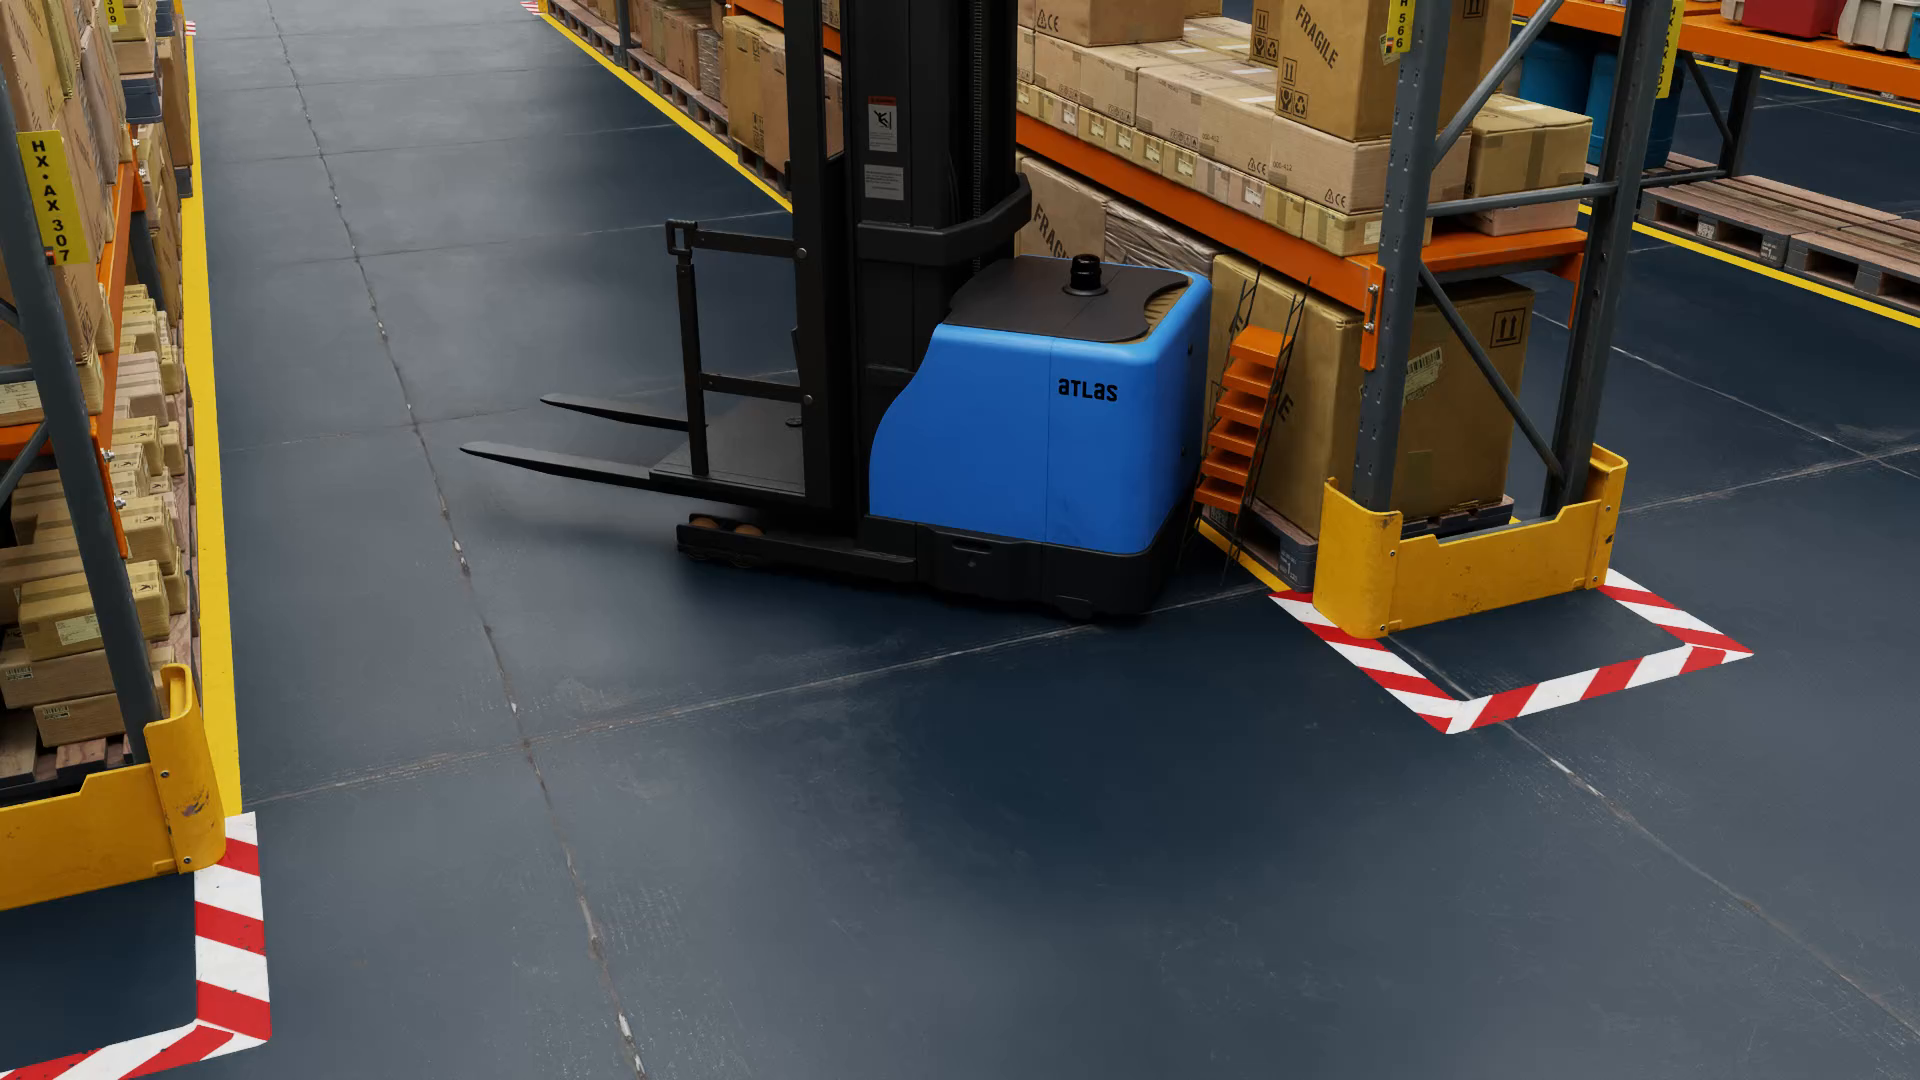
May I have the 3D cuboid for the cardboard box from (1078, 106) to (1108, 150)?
[{"bbox_3d":[0.753,-1.854,7.415,0.380,0.149,0.250,-11,28,-22],"label":"cardboard box"}]

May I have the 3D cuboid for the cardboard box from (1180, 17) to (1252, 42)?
[{"bbox_3d":[1.151,-2.291,7.856,0.500,0.250,0.500,-10,28,-20],"label":"cardboard box"}]

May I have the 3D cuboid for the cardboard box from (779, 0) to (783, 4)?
[{"bbox_3d":[-0.887,-3.775,10.949,0.500,0.500,0.500,-11,28,-22],"label":"cardboard box"}]

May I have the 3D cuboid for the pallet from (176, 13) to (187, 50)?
[{"bbox_3d":[-8.586,-5.243,17.248,1.003,0.211,1.213,-11,28,-21],"label":"pallet"}]

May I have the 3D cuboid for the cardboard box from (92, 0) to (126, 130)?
[{"bbox_3d":[-3.822,-1.993,6.960,0.500,0.500,0.500,-11,28,-21],"label":"cardboard box"}]

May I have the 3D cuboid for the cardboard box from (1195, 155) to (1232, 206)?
[{"bbox_3d":[1.158,-1.440,6.566,0.380,0.149,0.250,-10,28,-20],"label":"cardboard box"}]

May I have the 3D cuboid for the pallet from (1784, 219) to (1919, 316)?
[{"bbox_3d":[5.694,-1.587,9.760,1.003,0.211,1.213,-11,28,-21],"label":"pallet"}]

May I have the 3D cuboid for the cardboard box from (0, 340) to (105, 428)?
[{"bbox_3d":[-2.530,-0.420,4.479,0.380,0.149,0.250,-11,28,-21],"label":"cardboard box"}]

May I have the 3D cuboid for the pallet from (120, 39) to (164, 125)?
[{"bbox_3d":[-4.437,-2.208,8.073,1.003,0.211,1.213,-11,28,-21],"label":"pallet"}]

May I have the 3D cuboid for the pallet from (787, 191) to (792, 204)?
[{"bbox_3d":[-0.521,-2.311,11.243,1.003,0.211,1.213,-11,28,-21],"label":"pallet"}]

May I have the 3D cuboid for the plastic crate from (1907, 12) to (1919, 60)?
[{"bbox_3d":[5.415,-2.745,9.077,0.416,0.233,0.300,-11,28,-21],"label":"plastic crate"}]

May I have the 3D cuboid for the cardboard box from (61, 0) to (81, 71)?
[{"bbox_3d":[-3.226,-1.823,5.471,0.500,0.500,0.500,-12,28,-22],"label":"cardboard box"}]

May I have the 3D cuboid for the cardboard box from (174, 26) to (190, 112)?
[{"bbox_3d":[-6.704,-3.743,13.083,1.050,0.750,0.750,-11,28,-21],"label":"cardboard box"}]

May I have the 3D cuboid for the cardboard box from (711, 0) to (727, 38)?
[{"bbox_3d":[-1.742,-4.276,13.583,0.500,0.250,0.500,-7,27,-15],"label":"cardboard box"}]

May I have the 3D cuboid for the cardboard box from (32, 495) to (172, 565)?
[{"bbox_3d":[-2.797,-0.005,5.435,0.380,0.149,0.250,-11,28,-21],"label":"cardboard box"}]

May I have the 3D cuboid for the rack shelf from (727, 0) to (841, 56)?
[{"bbox_3d":[-0.451,-3.257,10.821,1.077,0.370,4.000,-11,28,-21],"label":"rack shelf"}]

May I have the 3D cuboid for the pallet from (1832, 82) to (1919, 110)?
[{"bbox_3d":[8.613,-4.035,14.774,1.003,0.211,1.213,-11,28,-21],"label":"pallet"}]

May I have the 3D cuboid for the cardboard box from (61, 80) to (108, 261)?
[{"bbox_3d":[-3.040,-1.165,5.265,0.500,0.500,0.500,-10,28,-20],"label":"cardboard box"}]

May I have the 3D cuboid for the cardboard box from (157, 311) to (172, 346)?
[{"bbox_3d":[-3.856,-0.930,7.667,0.380,0.149,0.250,-10,28,-20],"label":"cardboard box"}]

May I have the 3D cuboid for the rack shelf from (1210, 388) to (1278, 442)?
[{"bbox_3d":[1.060,-0.481,6.178,0.180,0.103,0.258,19,31,17],"label":"rack shelf"}]

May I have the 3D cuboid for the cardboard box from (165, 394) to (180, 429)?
[{"bbox_3d":[-3.617,-0.554,7.237,0.380,0.149,0.250,-12,28,-22],"label":"cardboard box"}]

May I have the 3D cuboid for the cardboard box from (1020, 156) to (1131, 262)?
[{"bbox_3d":[0.869,-1.363,8.066,0.875,0.875,0.875,-11,28,-21],"label":"cardboard box"}]

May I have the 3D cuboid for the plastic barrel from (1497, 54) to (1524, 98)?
[{"bbox_3d":[4.276,-3.446,12.746,0.421,0.512,0.421,0,26,0],"label":"plastic barrel"}]

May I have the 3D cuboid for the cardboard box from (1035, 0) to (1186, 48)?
[{"bbox_3d":[0.678,-2.529,7.488,0.500,0.500,0.500,-11,28,-22],"label":"cardboard box"}]

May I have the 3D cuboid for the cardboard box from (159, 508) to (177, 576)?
[{"bbox_3d":[-2.907,0.031,5.700,0.380,0.149,0.250,-10,28,-19],"label":"cardboard box"}]

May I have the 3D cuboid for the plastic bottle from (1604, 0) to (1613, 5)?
[{"bbox_3d":[4.367,-3.680,11.095,0.097,0.201,0.097,0,26,0],"label":"plastic bottle"}]

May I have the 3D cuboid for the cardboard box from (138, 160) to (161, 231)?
[{"bbox_3d":[-4.318,-1.707,8.343,0.500,0.250,0.500,-12,28,-23],"label":"cardboard box"}]

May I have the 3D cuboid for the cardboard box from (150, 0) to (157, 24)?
[{"bbox_3d":[-4.615,-2.903,9.085,0.380,0.149,0.250,-12,28,-23],"label":"cardboard box"}]

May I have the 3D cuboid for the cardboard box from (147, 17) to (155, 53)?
[{"bbox_3d":[-4.211,-2.487,8.233,0.380,0.149,0.250,-10,28,-20],"label":"cardboard box"}]

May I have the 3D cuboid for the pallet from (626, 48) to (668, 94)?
[{"bbox_3d":[-2.495,-4.435,15.593,1.003,0.211,1.213,-11,28,-21],"label":"pallet"}]

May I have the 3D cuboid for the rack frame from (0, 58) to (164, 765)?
[{"bbox_3d":[-2.705,-0.346,4.040,1.000,3.000,0.127,-11,28,-21],"label":"rack frame"}]

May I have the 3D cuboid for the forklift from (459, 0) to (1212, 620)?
[{"bbox_3d":[-0.587,-1.412,6.302,3.031,2.935,1.130,9,27,18],"label":"forklift"}]

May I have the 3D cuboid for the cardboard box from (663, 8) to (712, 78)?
[{"bbox_3d":[-2.192,-4.403,14.698,0.700,0.500,0.500,-13,29,-25],"label":"cardboard box"}]

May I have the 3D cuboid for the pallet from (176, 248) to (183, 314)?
[{"bbox_3d":[-5.059,-1.515,9.613,1.003,0.211,1.213,-11,28,-21],"label":"pallet"}]

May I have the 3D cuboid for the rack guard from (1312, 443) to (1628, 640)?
[{"bbox_3d":[1.908,-0.025,6.231,1.175,0.500,0.348,-11,28,-21],"label":"rack guard"}]

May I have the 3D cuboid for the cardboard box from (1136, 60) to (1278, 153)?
[{"bbox_3d":[1.067,-1.784,6.818,0.500,0.250,0.500,-12,28,-22],"label":"cardboard box"}]

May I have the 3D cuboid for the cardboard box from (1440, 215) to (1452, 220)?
[{"bbox_3d":[1.961,-1.348,6.379,0.380,0.149,0.250,-11,28,-21],"label":"cardboard box"}]

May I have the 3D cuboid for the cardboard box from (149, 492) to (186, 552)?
[{"bbox_3d":[-3.102,-0.035,6.174,0.380,0.149,0.250,-12,28,-23],"label":"cardboard box"}]

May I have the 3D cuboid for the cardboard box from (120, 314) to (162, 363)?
[{"bbox_3d":[-3.652,-0.842,7.147,0.380,0.149,0.250,-11,28,-21],"label":"cardboard box"}]

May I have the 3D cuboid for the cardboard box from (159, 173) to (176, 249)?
[{"bbox_3d":[-4.743,-1.793,9.374,0.500,0.500,0.500,-10,28,-20],"label":"cardboard box"}]

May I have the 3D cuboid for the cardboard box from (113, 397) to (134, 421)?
[{"bbox_3d":[-3.318,-0.404,6.251,0.380,0.149,0.250,-11,28,-20],"label":"cardboard box"}]

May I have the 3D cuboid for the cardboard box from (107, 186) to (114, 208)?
[{"bbox_3d":[-3.481,-1.357,6.397,0.380,0.149,0.250,-12,28,-23],"label":"cardboard box"}]

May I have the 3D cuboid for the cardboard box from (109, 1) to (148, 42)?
[{"bbox_3d":[-4.003,-2.409,7.733,0.380,0.149,0.250,-10,28,-20],"label":"cardboard box"}]

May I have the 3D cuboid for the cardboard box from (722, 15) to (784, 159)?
[{"bbox_3d":[-0.984,-3.339,12.113,1.225,0.875,0.875,-12,28,-23],"label":"cardboard box"}]

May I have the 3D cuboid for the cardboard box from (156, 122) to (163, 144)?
[{"bbox_3d":[-5.121,-2.545,10.060,0.500,0.250,0.500,-10,28,-20],"label":"cardboard box"}]

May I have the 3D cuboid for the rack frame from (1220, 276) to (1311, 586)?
[{"bbox_3d":[1.132,-0.387,6.188,0.006,1.200,0.240,19,31,17],"label":"rack frame"}]

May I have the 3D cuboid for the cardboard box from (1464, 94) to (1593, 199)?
[{"bbox_3d":[1.959,-1.464,6.162,0.500,0.250,0.500,-11,28,-22],"label":"cardboard box"}]

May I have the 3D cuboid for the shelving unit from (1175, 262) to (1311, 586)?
[{"bbox_3d":[1.050,-0.415,6.215,0.189,1.200,0.258,19,31,17],"label":"shelving unit"}]

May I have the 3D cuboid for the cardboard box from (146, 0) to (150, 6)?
[{"bbox_3d":[-4.417,-2.830,8.597,0.380,0.149,0.250,-9,28,-19],"label":"cardboard box"}]

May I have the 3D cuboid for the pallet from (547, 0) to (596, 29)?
[{"bbox_3d":[-4.052,-5.999,18.796,1.003,0.211,1.213,-11,28,-21],"label":"pallet"}]

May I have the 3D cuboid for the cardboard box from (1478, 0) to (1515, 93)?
[{"bbox_3d":[1.763,-2.003,6.411,0.500,0.500,0.500,-11,28,-22],"label":"cardboard box"}]

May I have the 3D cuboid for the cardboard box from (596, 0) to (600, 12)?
[{"bbox_3d":[-3.645,-5.936,17.859,0.500,0.500,0.500,-8,27,-16],"label":"cardboard box"}]

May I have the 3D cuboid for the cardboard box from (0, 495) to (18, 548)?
[{"bbox_3d":[-3.706,-0.057,6.218,0.380,0.149,0.250,-10,28,-19],"label":"cardboard box"}]

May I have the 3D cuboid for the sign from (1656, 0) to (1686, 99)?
[{"bbox_3d":[2.411,-1.675,5.685,0.100,0.325,0.005,-11,28,-21],"label":"sign"}]
